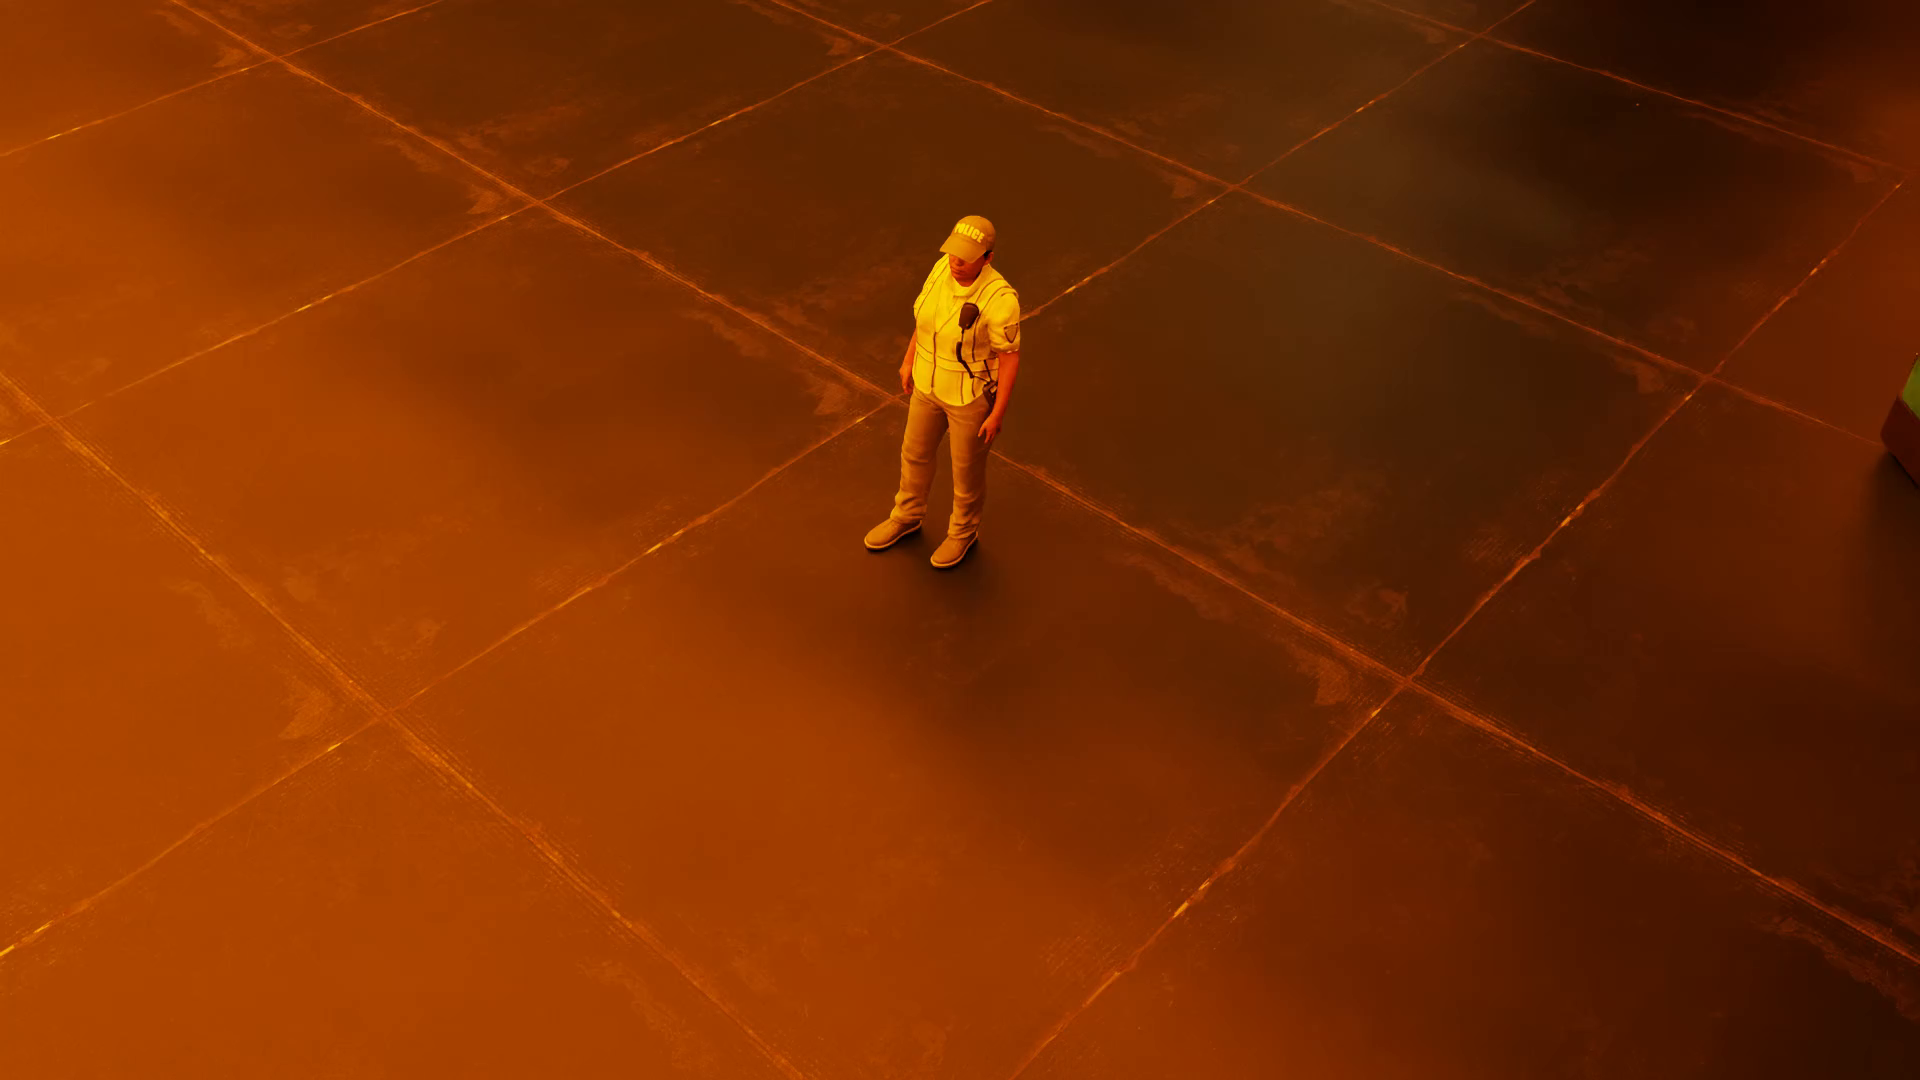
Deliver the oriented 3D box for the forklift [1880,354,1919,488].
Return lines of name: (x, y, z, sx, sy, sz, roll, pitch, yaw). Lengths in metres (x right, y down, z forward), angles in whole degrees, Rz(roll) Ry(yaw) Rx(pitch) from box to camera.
forklift: (6.047, -1.320, 6.967, 3.031, 2.935, 1.130, -2, 41, -2)

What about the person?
person: (-0.069, -0.612, 7.100, 0.598, 1.670, 0.529, 31, 49, 31)
